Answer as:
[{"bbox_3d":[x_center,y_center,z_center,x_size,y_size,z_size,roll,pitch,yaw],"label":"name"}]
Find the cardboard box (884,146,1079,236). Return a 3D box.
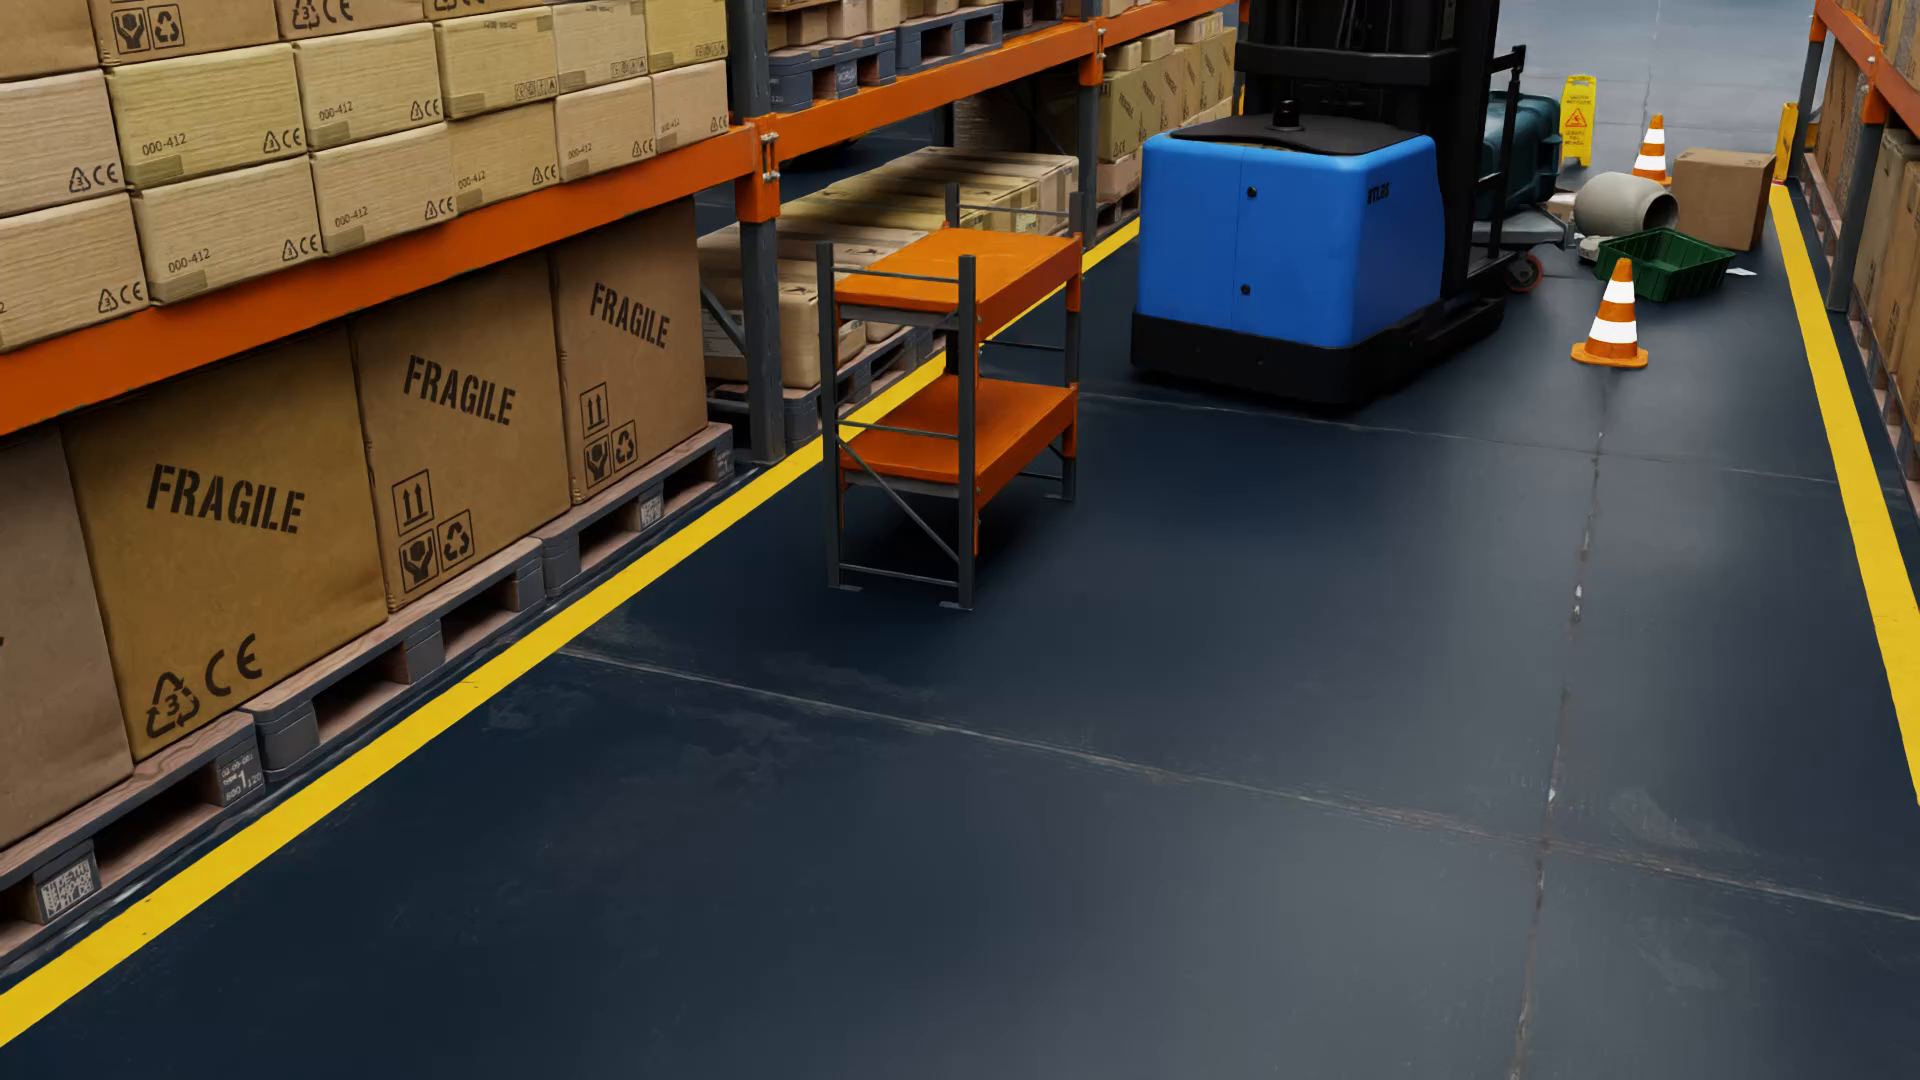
[{"bbox_3d":[0.126,-1.977,9.455,0.950,0.372,0.625,9,24,21],"label":"cardboard box"}]

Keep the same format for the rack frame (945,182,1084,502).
[{"bbox_3d":[0.186,-0.699,5.963,0.500,1.125,0.032,9,24,20],"label":"rack frame"}]

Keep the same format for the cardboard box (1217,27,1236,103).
[{"bbox_3d":[1.749,-3.562,12.436,0.500,0.500,0.500,9,24,20],"label":"cardboard box"}]

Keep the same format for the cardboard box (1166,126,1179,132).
[{"bbox_3d":[1.171,-2.664,11.259,0.500,0.250,0.500,8,24,19],"label":"cardboard box"}]

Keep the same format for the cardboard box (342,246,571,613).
[{"bbox_3d":[-1.836,-0.412,5.056,0.875,0.875,0.875,9,24,21],"label":"cardboard box"}]

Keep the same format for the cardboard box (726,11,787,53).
[{"bbox_3d":[-0.874,-1.920,6.235,0.380,0.149,0.250,7,24,17],"label":"cardboard box"}]

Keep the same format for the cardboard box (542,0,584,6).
[{"bbox_3d":[-1.299,-1.852,4.866,0.500,0.500,0.500,9,24,21],"label":"cardboard box"}]

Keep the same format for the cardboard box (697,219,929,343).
[{"bbox_3d":[-0.681,-1.199,7.594,0.950,0.372,0.625,8,24,19],"label":"cardboard box"}]

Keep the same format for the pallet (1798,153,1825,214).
[{"bbox_3d":[6.213,-2.358,11.122,1.003,0.211,1.213,9,24,20],"label":"pallet"}]

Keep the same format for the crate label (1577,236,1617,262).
[{"bbox_3d":[3.713,-1.659,9.544,0.298,0.136,0.250,-7,24,-17],"label":"crate label"}]

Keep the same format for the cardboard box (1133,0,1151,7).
[{"bbox_3d":[0.974,-3.415,10.360,0.380,0.149,0.250,10,25,22],"label":"cardboard box"}]

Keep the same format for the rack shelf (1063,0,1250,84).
[{"bbox_3d":[1.061,-3.567,11.332,1.077,0.370,4.000,9,24,20],"label":"rack shelf"}]

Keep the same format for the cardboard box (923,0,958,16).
[{"bbox_3d":[-0.229,-2.491,7.603,0.380,0.149,0.250,10,25,22],"label":"cardboard box"}]

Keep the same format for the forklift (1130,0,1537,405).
[{"bbox_3d":[2.042,-2.424,7.750,1.130,2.935,3.031,16,27,33],"label":"forklift"}]

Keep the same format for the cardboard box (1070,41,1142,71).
[{"bbox_3d":[0.891,-2.963,10.159,0.380,0.149,0.250,9,24,21],"label":"cardboard box"}]

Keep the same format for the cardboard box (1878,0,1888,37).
[{"bbox_3d":[5.078,-2.714,8.161,0.875,0.550,0.550,9,24,20],"label":"cardboard box"}]

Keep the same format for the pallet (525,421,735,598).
[{"bbox_3d":[-1.530,-0.194,5.941,1.003,0.211,1.213,9,24,20],"label":"pallet"}]

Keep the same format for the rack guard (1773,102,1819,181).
[{"bbox_3d":[6.447,-2.798,11.799,1.175,0.500,0.348,9,24,20],"label":"rack guard"}]

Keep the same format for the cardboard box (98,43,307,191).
[{"bbox_3d":[-1.848,-0.967,3.719,0.500,0.250,0.500,9,24,21],"label":"cardboard box"}]

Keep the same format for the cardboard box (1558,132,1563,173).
[{"bbox_3d":[3.502,-2.472,11.015,0.797,0.503,0.637,-7,24,-17],"label":"cardboard box"}]

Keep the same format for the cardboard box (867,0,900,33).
[{"bbox_3d":[-0.472,-2.203,6.913,0.380,0.149,0.250,9,24,20],"label":"cardboard box"}]

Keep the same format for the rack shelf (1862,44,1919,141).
[{"bbox_3d":[4.209,-1.463,6.295,1.077,0.370,4.000,9,24,20],"label":"rack shelf"}]

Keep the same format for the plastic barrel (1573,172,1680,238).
[{"bbox_3d":[3.949,-1.948,9.864,0.421,0.421,0.512,-12,25,-26],"label":"plastic barrel"}]

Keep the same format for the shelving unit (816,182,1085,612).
[{"bbox_3d":[-0.003,-0.517,5.527,0.538,1.125,1.048,9,24,20],"label":"shelving unit"}]

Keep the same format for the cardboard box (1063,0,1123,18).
[{"bbox_3d":[0.733,-3.134,9.688,0.380,0.149,0.250,9,24,20],"label":"cardboard box"}]

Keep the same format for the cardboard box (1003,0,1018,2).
[{"bbox_3d":[0.116,-2.757,8.239,0.380,0.149,0.250,9,24,20],"label":"cardboard box"}]

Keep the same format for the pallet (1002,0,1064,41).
[{"bbox_3d":[-0.100,-2.842,8.912,1.003,0.211,1.213,9,24,20],"label":"pallet"}]

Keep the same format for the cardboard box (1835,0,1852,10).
[{"bbox_3d":[5.833,-3.490,10.019,0.875,0.550,0.550,9,24,20],"label":"cardboard box"}]

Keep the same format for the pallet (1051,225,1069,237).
[{"bbox_3d":[0.031,-1.618,9.350,1.003,0.211,1.213,9,24,20],"label":"pallet"}]

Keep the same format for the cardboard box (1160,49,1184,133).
[{"bbox_3d":[1.170,-3.006,11.104,0.500,0.500,0.500,10,25,23],"label":"cardboard box"}]

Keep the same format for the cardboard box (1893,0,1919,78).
[{"bbox_3d":[4.320,-2.227,7.060,0.500,0.500,0.500,9,24,20],"label":"cardboard box"}]

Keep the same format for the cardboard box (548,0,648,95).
[{"bbox_3d":[-1.298,-1.520,5.043,0.500,0.250,0.500,8,24,19],"label":"cardboard box"}]

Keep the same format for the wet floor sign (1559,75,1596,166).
[{"bbox_3d":[4.610,-3.150,12.454,0.267,0.644,0.232,5,23,11],"label":"wet floor sign"}]

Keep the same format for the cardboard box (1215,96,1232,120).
[{"bbox_3d":[1.745,-3.204,12.551,0.500,0.250,0.500,9,24,20],"label":"cardboard box"}]

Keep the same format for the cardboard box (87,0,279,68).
[{"bbox_3d":[-1.871,-1.310,3.567,0.500,0.500,0.500,8,24,19],"label":"cardboard box"}]

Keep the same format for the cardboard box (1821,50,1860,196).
[{"bbox_3d":[5.922,-2.589,10.267,0.875,0.875,0.875,8,24,19],"label":"cardboard box"}]

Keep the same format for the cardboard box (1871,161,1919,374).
[{"bbox_3d":[4.443,-1.087,6.835,1.050,0.750,0.750,9,24,20],"label":"cardboard box"}]

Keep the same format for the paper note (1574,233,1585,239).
[{"bbox_3d":[3.757,-1.885,10.234,0.172,0.023,0.155,19,29,38],"label":"paper note"}]

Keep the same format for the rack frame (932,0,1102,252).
[{"bbox_3d":[0.319,-3.184,9.480,1.000,3.000,0.127,9,24,20],"label":"rack frame"}]

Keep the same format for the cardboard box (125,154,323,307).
[{"bbox_3d":[-1.849,-0.738,3.819,0.500,0.250,0.500,9,24,20],"label":"cardboard box"}]

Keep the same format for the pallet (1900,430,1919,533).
[{"bbox_3d":[3.829,-0.064,5.630,1.003,0.211,1.213,9,24,20],"label":"pallet"}]

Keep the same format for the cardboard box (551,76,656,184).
[{"bbox_3d":[-1.289,-1.280,5.117,0.500,0.250,0.500,9,24,21],"label":"cardboard box"}]

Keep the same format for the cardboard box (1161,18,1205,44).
[{"bbox_3d":[1.479,-3.537,11.534,0.380,0.149,0.250,10,25,22],"label":"cardboard box"}]
